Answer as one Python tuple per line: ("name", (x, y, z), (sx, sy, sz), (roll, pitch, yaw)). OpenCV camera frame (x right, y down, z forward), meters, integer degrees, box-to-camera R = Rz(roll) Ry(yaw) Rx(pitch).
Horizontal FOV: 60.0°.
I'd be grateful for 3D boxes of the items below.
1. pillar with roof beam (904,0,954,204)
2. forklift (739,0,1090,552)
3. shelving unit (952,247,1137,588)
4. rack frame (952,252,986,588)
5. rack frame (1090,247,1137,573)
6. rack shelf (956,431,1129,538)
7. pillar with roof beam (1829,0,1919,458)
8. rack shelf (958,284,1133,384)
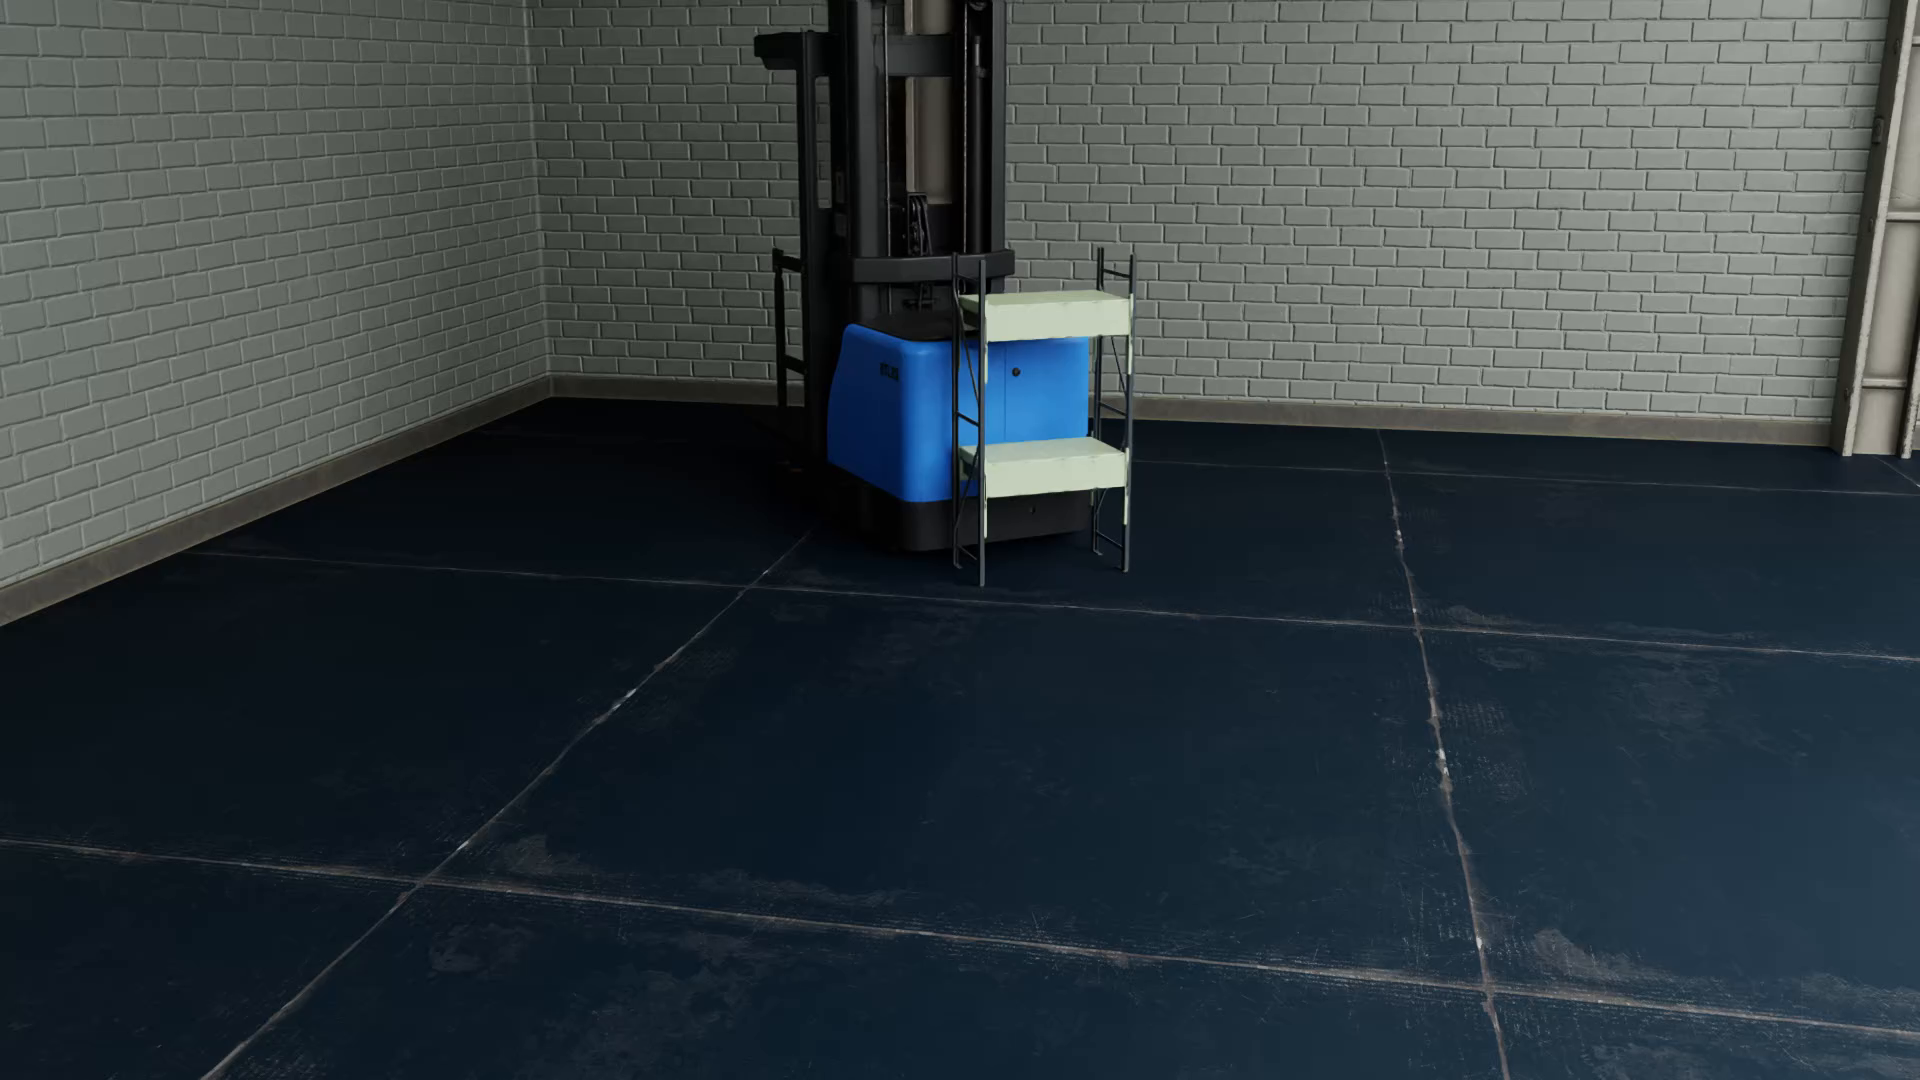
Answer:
("pillar with roof beam", (-1.000, -4.087, 6.388), (0.400, 9.000, 9.100), (3, 16, 11))
("forklift", (-0.445, -1.702, 9.147), (1.130, 2.935, 3.031), (-7, 17, -25))
("shelving unit", (0.382, -0.586, 7.797), (0.755, 1.500, 0.431), (-5, 16, -19))
("rack frame", (0.037, -0.553, 7.680), (0.023, 1.500, 0.400), (-5, 16, -19))
("rack frame", (0.728, -0.618, 7.913), (0.023, 1.500, 0.400), (-5, 16, -19))
("rack shelf", (0.382, -0.271, 7.884), (0.720, 0.370, 0.431), (-5, 16, -19))
("pillar with roof beam", (4.880, -3.768, 5.236), (0.400, 9.000, 9.100), (3, 16, 11))
("rack shelf", (0.382, -0.962, 7.693), (0.720, 0.370, 0.431), (-5, 16, -19))
